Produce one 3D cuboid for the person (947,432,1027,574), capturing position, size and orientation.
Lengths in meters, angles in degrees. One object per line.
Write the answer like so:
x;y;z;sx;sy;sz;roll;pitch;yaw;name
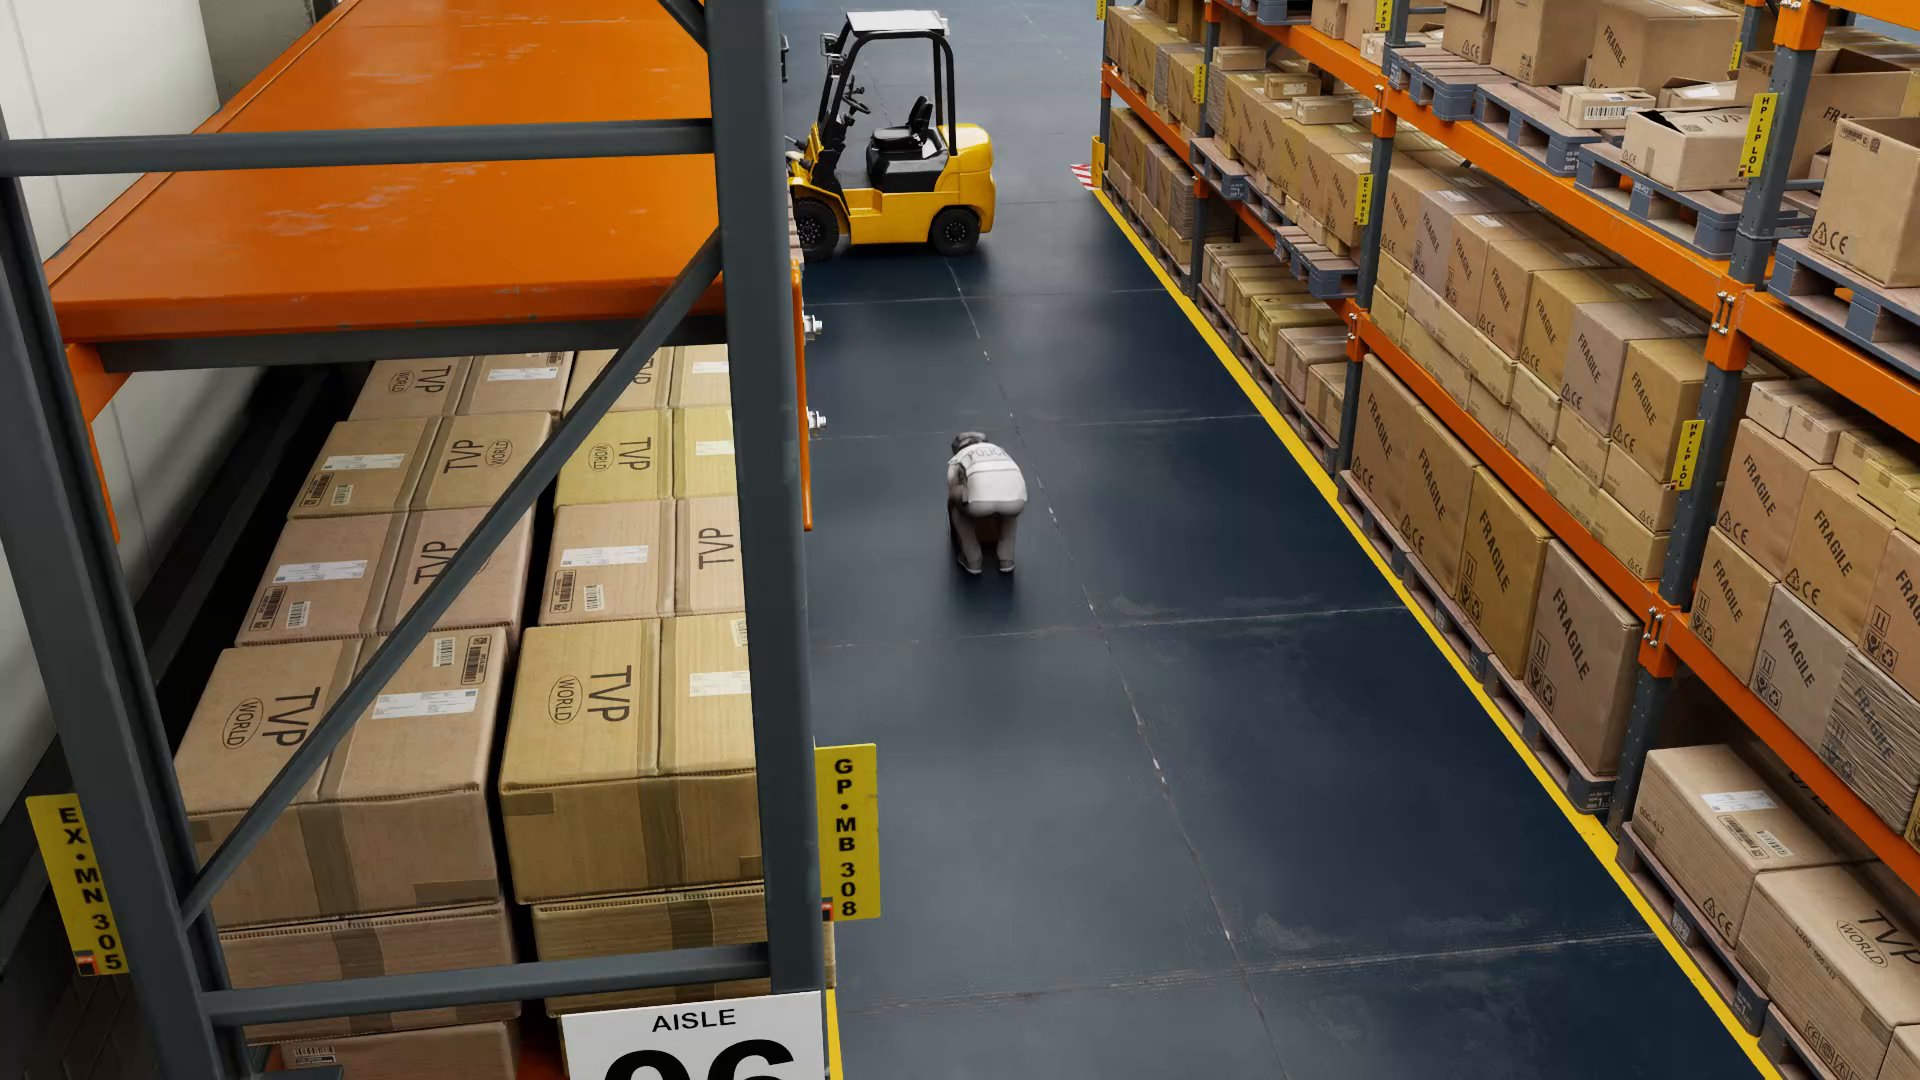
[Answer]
0.153;-0.224;10.515;0.445;0.802;0.924;-5;28;-9;person
